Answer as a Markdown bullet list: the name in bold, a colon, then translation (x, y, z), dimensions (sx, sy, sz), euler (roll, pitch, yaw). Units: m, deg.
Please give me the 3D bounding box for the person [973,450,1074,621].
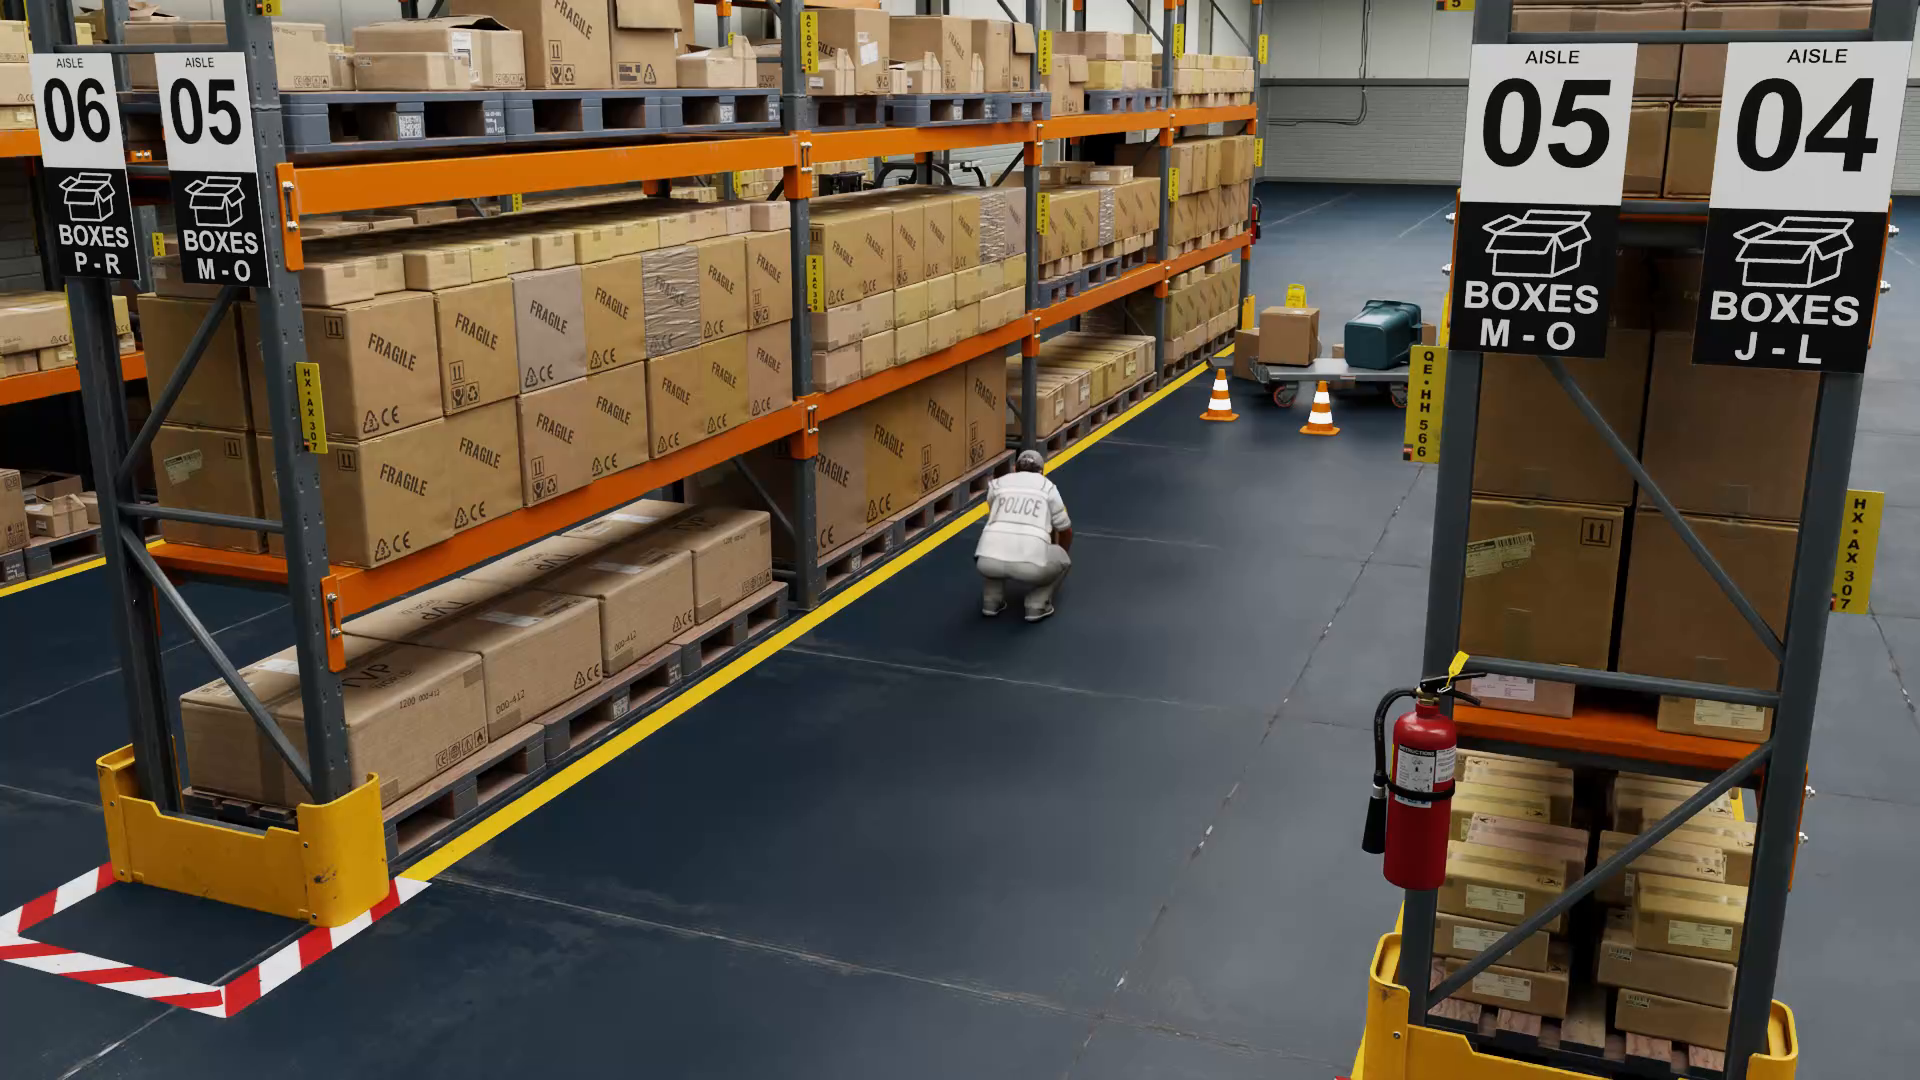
- **person**: translation (0.381, -0.031, 10.020), dimensions (0.530, 0.938, 0.847), euler (6, 17, 21)
